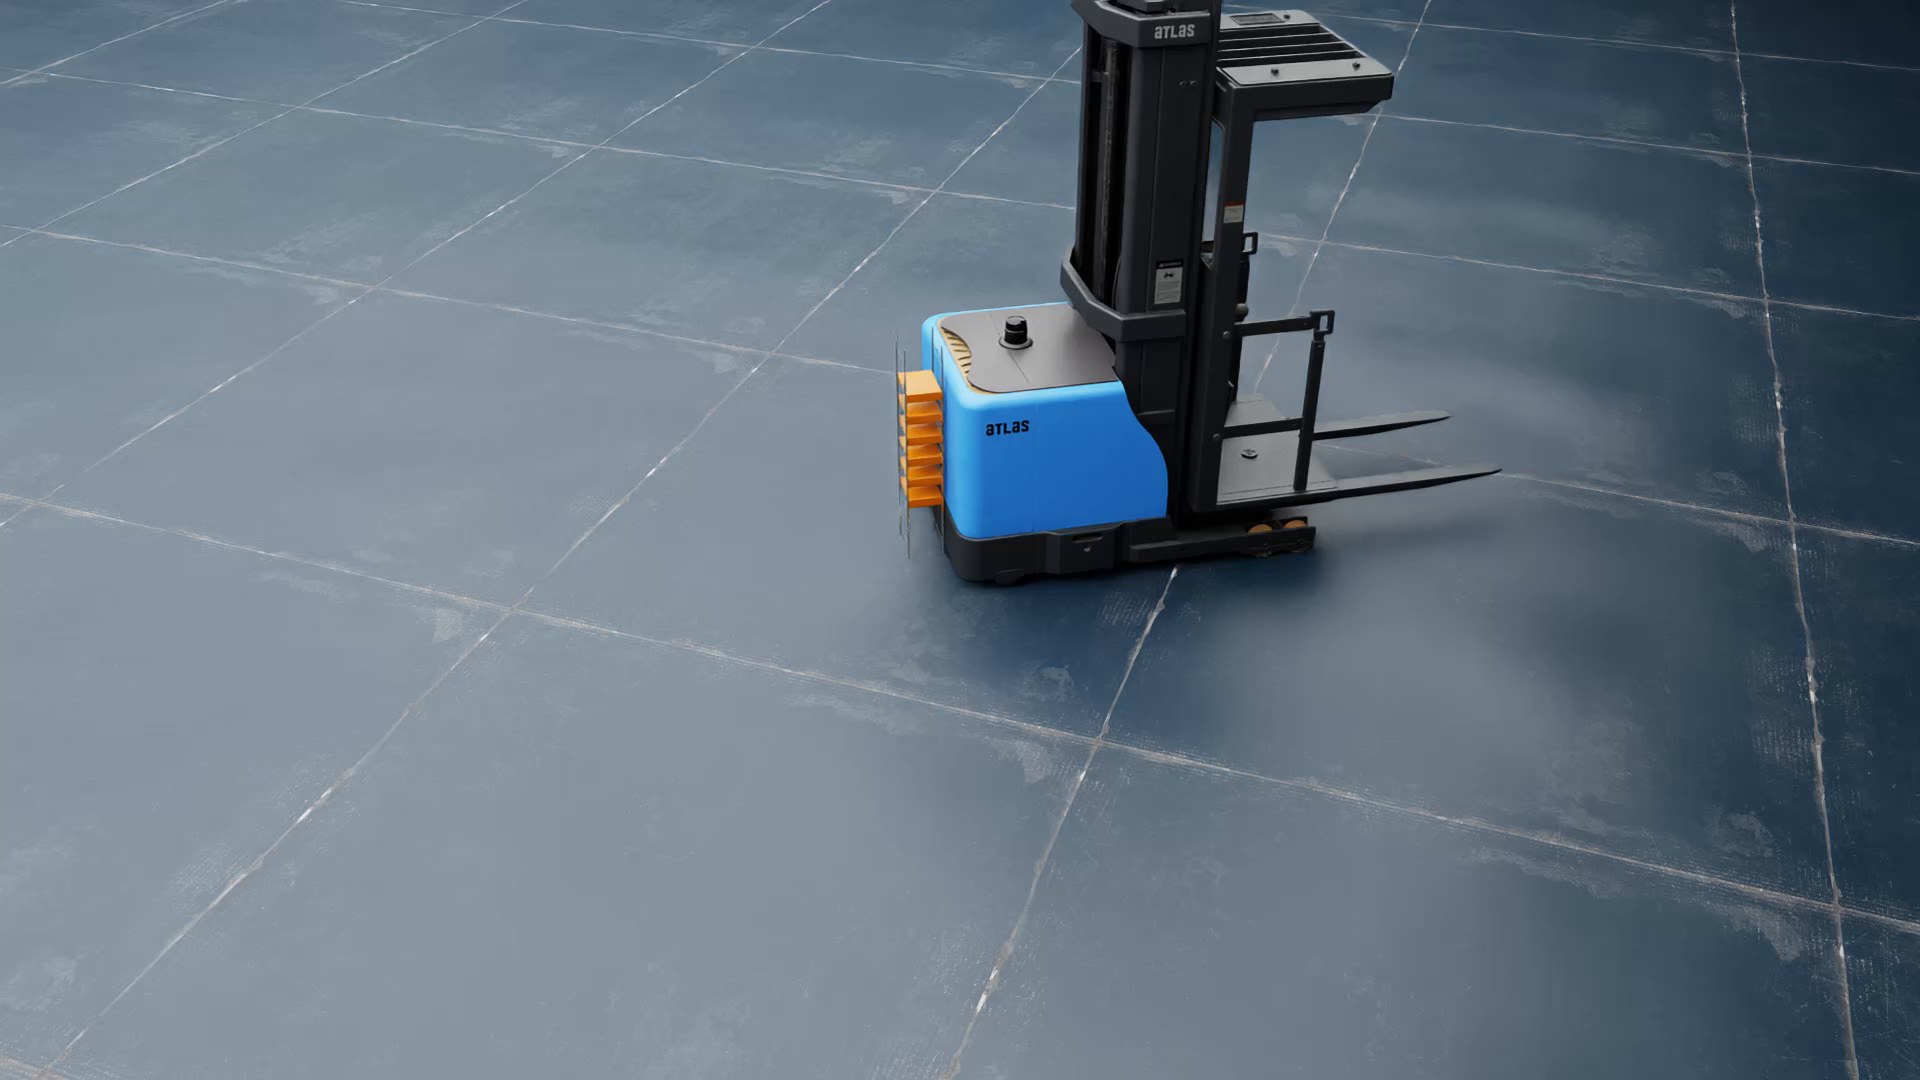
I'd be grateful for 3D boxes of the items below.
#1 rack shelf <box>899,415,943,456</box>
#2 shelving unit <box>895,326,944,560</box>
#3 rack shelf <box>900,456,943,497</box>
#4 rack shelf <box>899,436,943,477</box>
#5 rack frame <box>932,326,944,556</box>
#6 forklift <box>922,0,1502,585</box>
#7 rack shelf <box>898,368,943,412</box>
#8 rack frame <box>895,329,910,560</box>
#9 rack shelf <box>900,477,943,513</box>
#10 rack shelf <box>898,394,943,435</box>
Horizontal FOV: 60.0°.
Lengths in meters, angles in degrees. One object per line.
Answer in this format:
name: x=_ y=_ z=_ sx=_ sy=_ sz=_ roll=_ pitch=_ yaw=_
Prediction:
rack shelf: x=-0.200 y=-0.536 z=8.335 sx=0.180 sy=0.103 sz=0.258 roll=-7 pitch=34 yaw=-11
shelving unit: x=-0.200 y=-0.473 z=8.376 sx=0.189 sy=1.200 sz=0.258 roll=-7 pitch=34 yaw=-11
rack shelf: x=-0.200 y=-0.335 z=8.466 sx=0.180 sy=0.103 sz=0.258 roll=-7 pitch=34 yaw=-11
rack shelf: x=-0.200 y=-0.436 z=8.400 sx=0.180 sy=0.103 sz=0.258 roll=-7 pitch=34 yaw=-11
rack frame: x=-0.111 y=-0.484 z=8.393 sx=0.006 sy=1.200 sz=0.240 roll=-7 pitch=34 yaw=-11
forklift: x=1.364 y=-1.416 z=8.241 sx=3.031 sy=2.935 sz=1.130 roll=-7 pitch=34 yaw=-11
rack shelf: x=-0.200 y=-0.738 z=8.205 sx=0.180 sy=0.103 sz=0.258 roll=-7 pitch=34 yaw=-11
rack frame: x=-0.289 y=-0.462 z=8.359 sx=0.006 sy=1.200 sz=0.240 roll=-7 pitch=34 yaw=-11
rack shelf: x=-0.200 y=-0.234 z=8.531 sx=0.180 sy=0.103 sz=0.258 roll=-7 pitch=34 yaw=-11
rack shelf: x=-0.200 y=-0.637 z=8.270 sx=0.180 sy=0.103 sz=0.258 roll=-7 pitch=34 yaw=-11
